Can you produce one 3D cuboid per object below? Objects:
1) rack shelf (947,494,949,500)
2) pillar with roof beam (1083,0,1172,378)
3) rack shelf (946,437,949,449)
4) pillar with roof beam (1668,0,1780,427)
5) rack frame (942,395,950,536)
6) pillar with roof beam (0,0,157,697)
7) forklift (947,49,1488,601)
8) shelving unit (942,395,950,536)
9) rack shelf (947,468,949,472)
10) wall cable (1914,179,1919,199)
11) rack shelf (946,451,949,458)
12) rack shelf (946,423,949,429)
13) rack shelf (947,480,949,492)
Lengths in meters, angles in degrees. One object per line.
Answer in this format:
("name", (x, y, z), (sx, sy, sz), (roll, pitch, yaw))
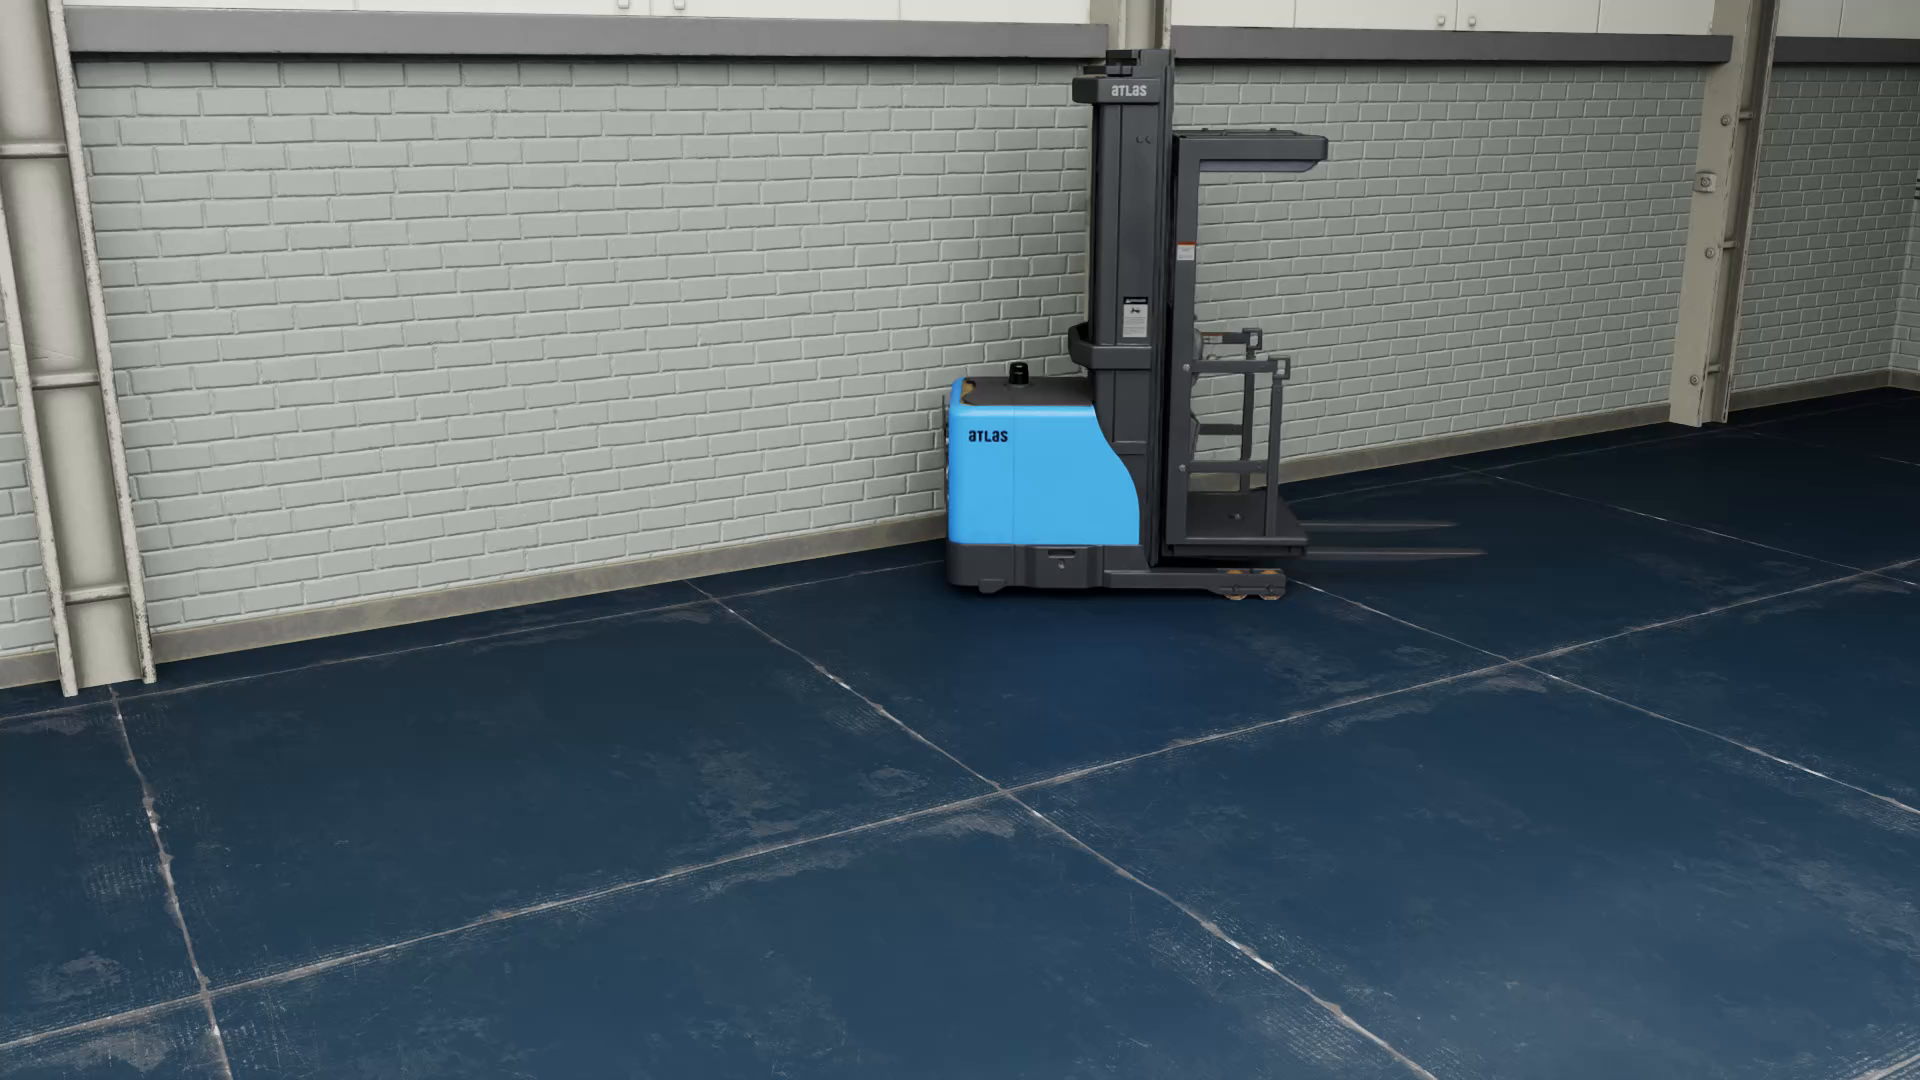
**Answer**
("rack shelf", (0.059, -0.244, 10.345), (0.200, 0.077, 0.258), (-11, 19, -31))
("pillar with roof beam", (3.257, -3.499, 6.220), (0.400, 9.000, 9.100), (-9, 18, -30))
("rack shelf", (0.051, -0.589, 10.245), (0.200, 0.077, 0.258), (-11, 19, -31))
("pillar with roof beam", (8.400, -4.333, 9.195), (0.400, 9.000, 9.100), (-9, 18, -30))
("rack frame", (-0.031, -0.431, 10.233), (0.006, 0.900, 0.240), (-11, 19, -31))
("pillar with roof beam", (-1.887, -2.665, 3.244), (0.400, 9.000, 9.100), (-9, 18, -30))
("forklift", (1.450, -1.220, 9.331), (3.031, 2.935, 1.130), (0, 16, 1))
("shelving unit", (0.054, -0.449, 10.285), (0.210, 0.900, 0.258), (-11, 19, -31))
("rack shelf", (0.055, -0.417, 10.295), (0.200, 0.077, 0.258), (-11, 19, -31))
("wall cable", (9.389, -3.937, 13.537), (0.112, 2.526, 3.097), (-9, 18, -30))
("rack shelf", (0.053, -0.503, 10.270), (0.200, 0.077, 0.258), (-11, 19, -31))
("rack shelf", (0.049, -0.676, 10.220), (0.200, 0.077, 0.258), (-11, 19, -31))
("rack shelf", (0.057, -0.330, 10.320), (0.200, 0.077, 0.258), (-11, 19, -31))
